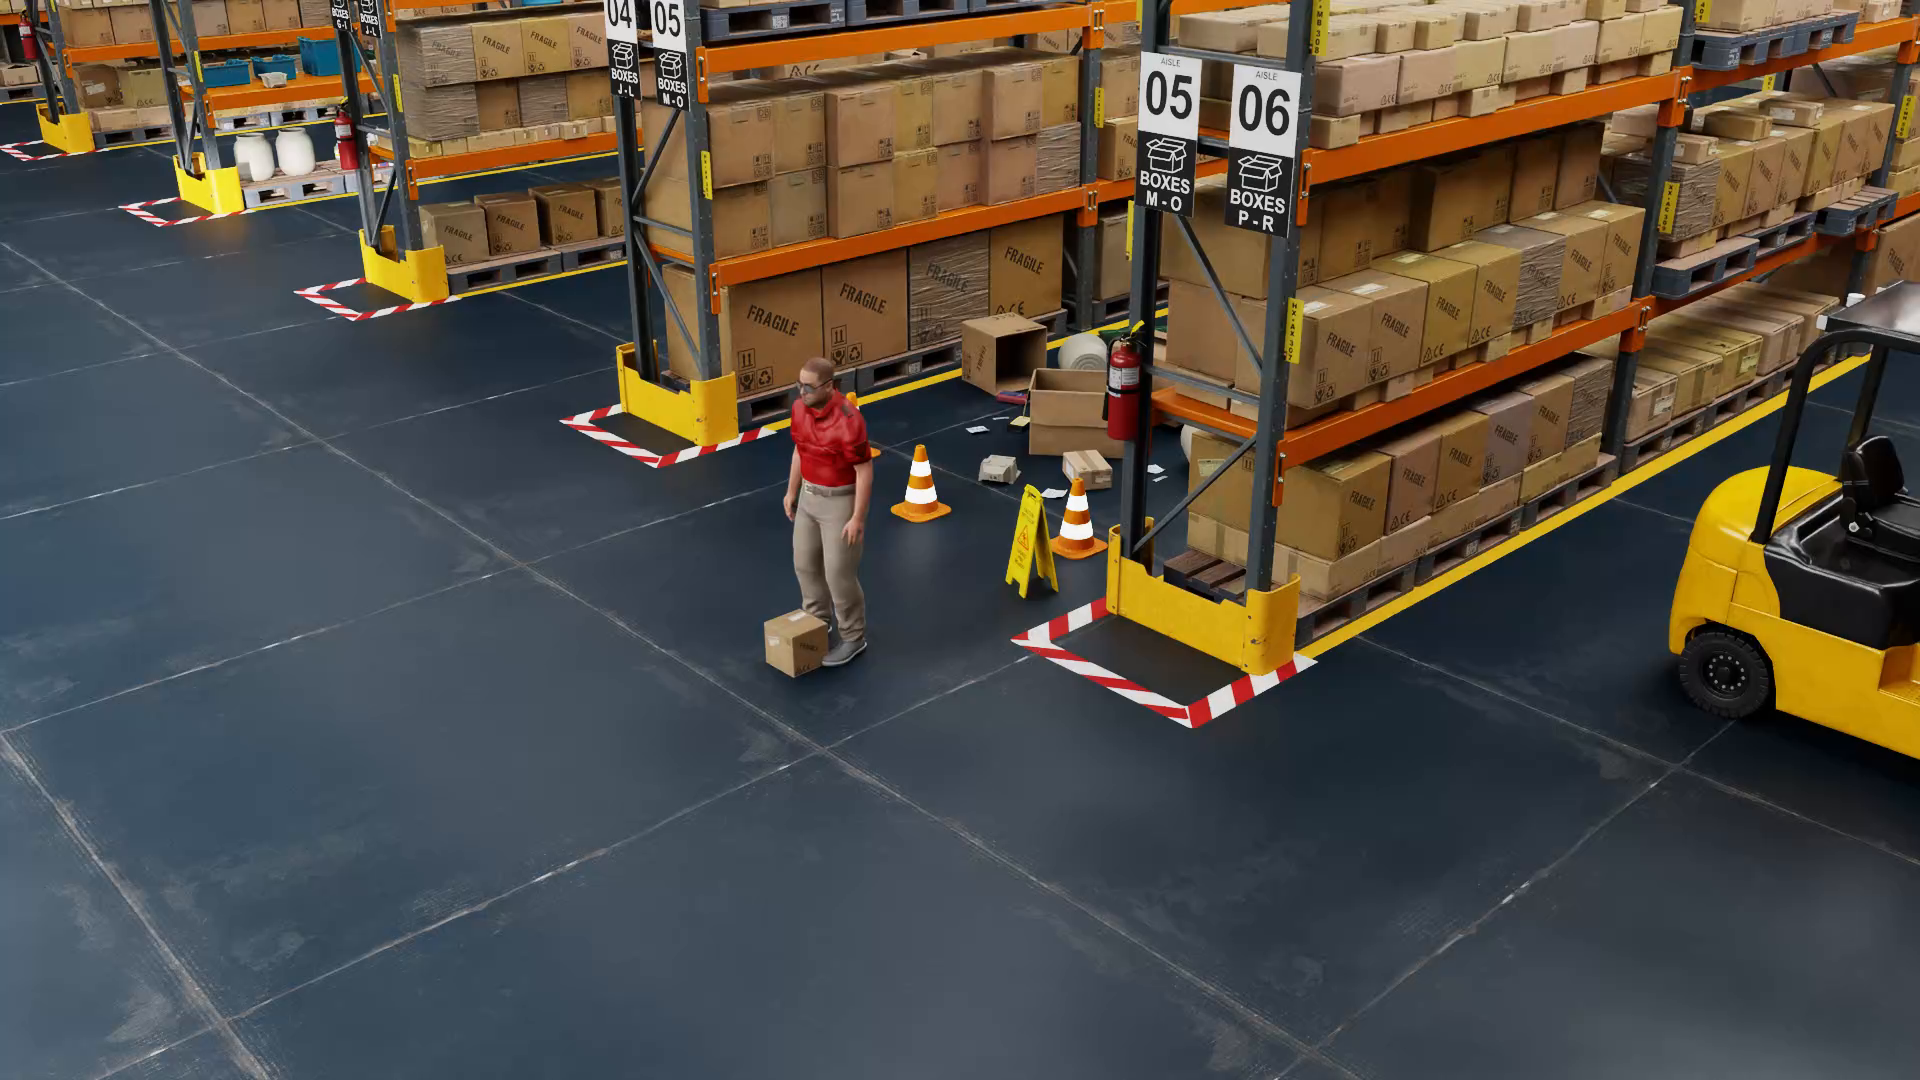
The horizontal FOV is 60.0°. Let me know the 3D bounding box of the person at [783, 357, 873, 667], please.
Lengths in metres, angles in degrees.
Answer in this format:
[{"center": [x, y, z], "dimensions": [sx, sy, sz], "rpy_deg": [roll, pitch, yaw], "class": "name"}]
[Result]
[{"center": [-0.714, -0.179, 9.019], "dimensions": [0.383, 1.727, 0.599], "rpy_deg": [-22, 32, -40], "class": "person"}]
